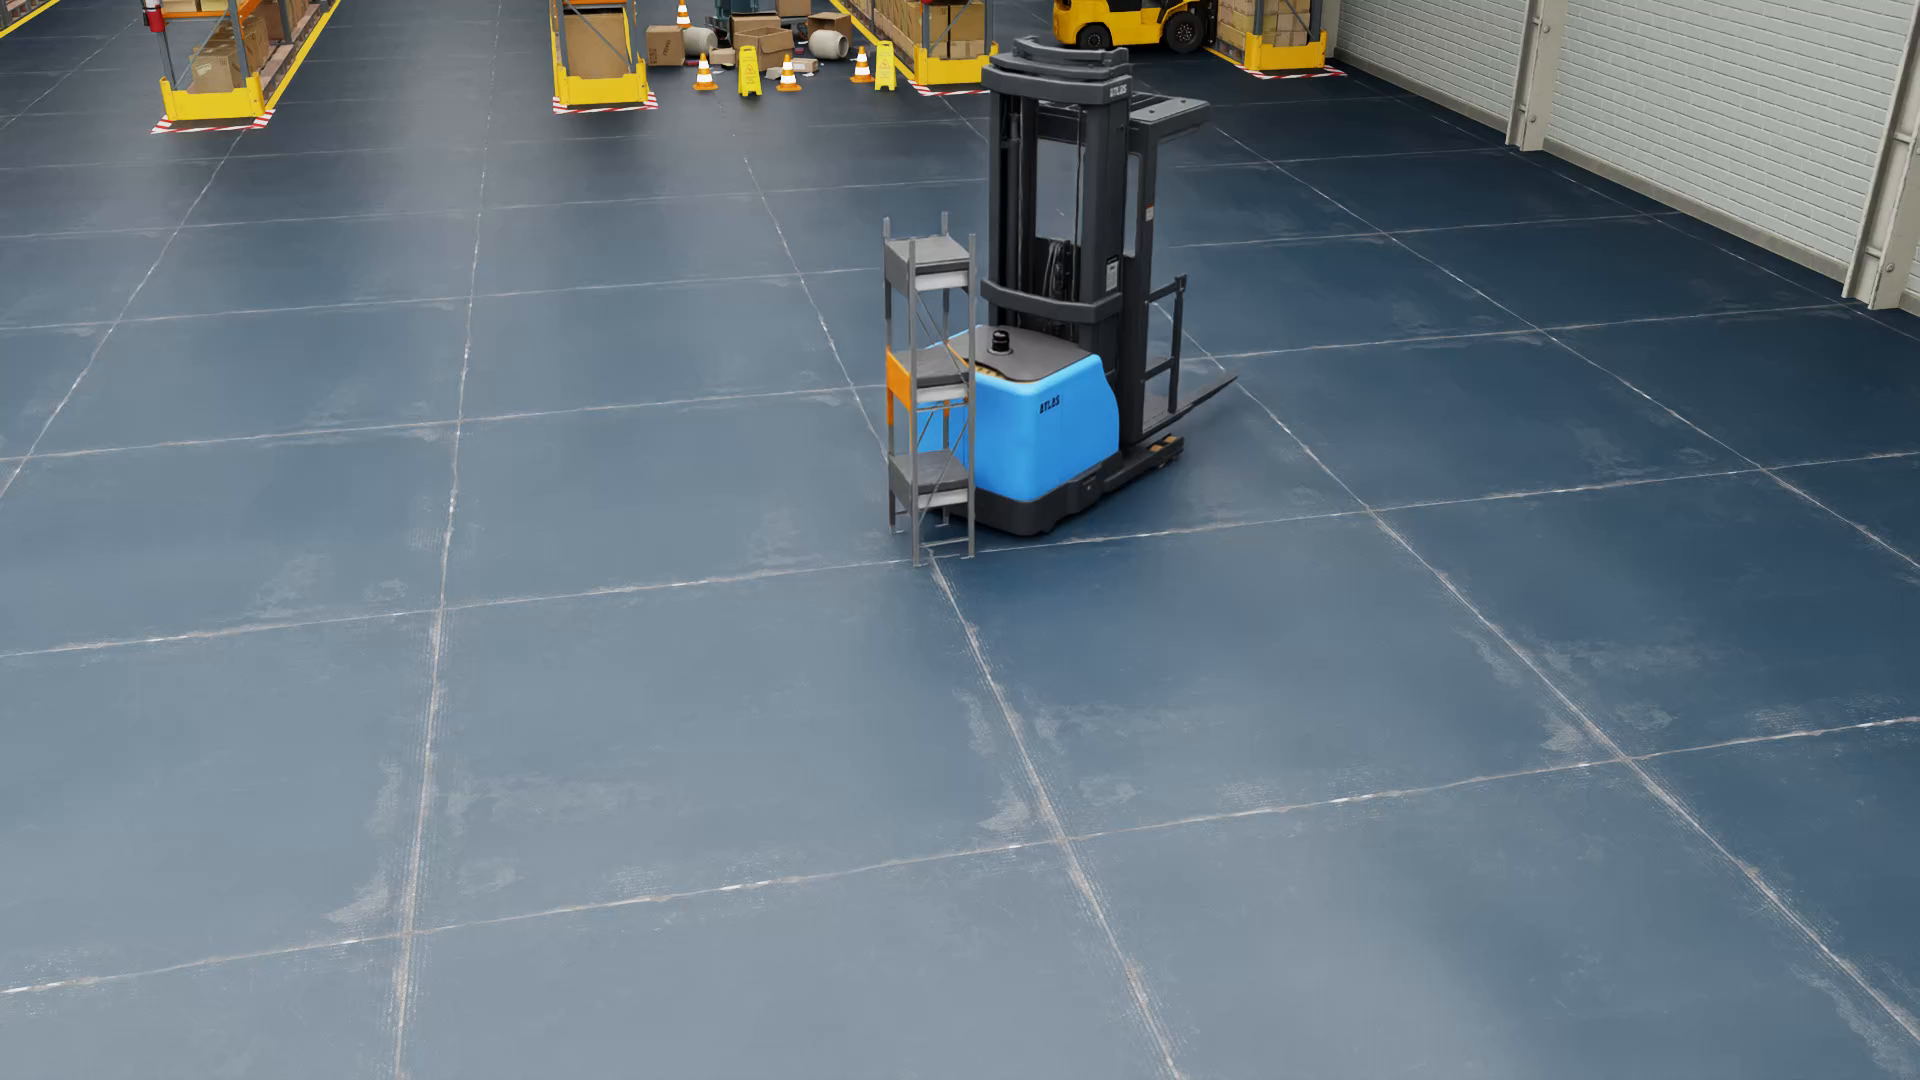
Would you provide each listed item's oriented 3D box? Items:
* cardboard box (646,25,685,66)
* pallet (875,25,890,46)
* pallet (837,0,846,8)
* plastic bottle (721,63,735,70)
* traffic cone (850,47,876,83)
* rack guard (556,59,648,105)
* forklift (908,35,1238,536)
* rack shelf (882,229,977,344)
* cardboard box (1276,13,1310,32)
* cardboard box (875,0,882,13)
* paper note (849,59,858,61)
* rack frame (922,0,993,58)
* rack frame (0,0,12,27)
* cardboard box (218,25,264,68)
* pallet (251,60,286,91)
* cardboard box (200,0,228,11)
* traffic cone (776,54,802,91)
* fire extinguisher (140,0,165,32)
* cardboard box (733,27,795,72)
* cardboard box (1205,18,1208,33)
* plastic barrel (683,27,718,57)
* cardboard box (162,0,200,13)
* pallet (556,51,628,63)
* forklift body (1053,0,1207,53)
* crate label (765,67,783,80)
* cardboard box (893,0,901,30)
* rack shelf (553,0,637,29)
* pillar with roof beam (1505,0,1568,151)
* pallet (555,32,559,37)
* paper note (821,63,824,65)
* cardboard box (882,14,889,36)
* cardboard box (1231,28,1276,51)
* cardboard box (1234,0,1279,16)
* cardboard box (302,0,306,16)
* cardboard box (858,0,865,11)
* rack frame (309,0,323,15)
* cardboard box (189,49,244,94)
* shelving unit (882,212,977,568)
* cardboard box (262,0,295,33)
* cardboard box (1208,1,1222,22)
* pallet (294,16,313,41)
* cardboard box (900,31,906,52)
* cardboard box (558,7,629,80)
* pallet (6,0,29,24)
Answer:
[{"bbox_3d":[-4.388,-7.375,24.804,0.500,0.500,0.500,-1,27,-3],"label":"cardboard box"},{"bbox_3d":[-0.752,-8.078,26.520,1.003,0.211,1.213,-6,27,-12],"label":"pallet"},{"bbox_3d":[-1.664,-9.782,29.896,1.003,0.211,1.213,-6,27,-12],"label":"pallet"},{"bbox_3d":[-3.436,-6.993,24.537,0.133,0.061,0.283,-16,31,-29],"label":"plastic bottle"},{"bbox_3d":[-1.390,-6.783,23.675,0.336,0.463,0.334,-6,27,-12],"label":"traffic cone"},{"bbox_3d":[-4.831,-6.184,22.448,1.175,0.500,0.348,-6,27,-12],"label":"rack guard"},{"bbox_3d":[0.946,-1.935,11.331,1.130,2.935,3.031,19,33,33],"label":"forklift"},{"bbox_3d":[-0.183,-1.511,9.889,0.431,0.518,0.480,-9,28,-17],"label":"rack shelf"},{"bbox_3d":[4.895,-7.774,24.854,0.500,0.250,0.500,-5,27,-11],"label":"cardboard box"},{"bbox_3d":[-1.068,-8.622,26.257,0.500,0.500,0.500,-5,27,-9],"label":"cardboard box"},{"bbox_3d":[-1.572,-7.256,25.092,0.142,0.019,0.148,-16,31,-29],"label":"paper note"},{"bbox_3d":[-0.036,-7.858,22.989,1.000,3.000,0.127,-6,27,-12],"label":"rack frame"},{"bbox_3d":[-16.320,-9.861,26.957,1.000,3.000,0.127,-6,27,-12],"label":"rack frame"},{"bbox_3d":[-10.189,-6.984,23.566,0.500,0.500,0.500,-8,28,-16],"label":"cardboard box"},{"bbox_3d":[-10.128,-6.535,23.463,1.003,0.211,1.213,-6,27,-12],"label":"pallet"},{"bbox_3d":[-9.523,-6.889,21.348,0.380,0.149,0.250,-6,27,-12],"label":"cardboard box"},{"bbox_3d":[-2.395,-6.521,23.156,0.336,0.463,0.334,-6,27,-12],"label":"traffic cone"},{"bbox_3d":[-10.114,-6.720,20.821,0.296,0.674,0.183,-6,27,-12],"label":"fire extinguisher"},{"bbox_3d":[-2.899,-7.257,24.570,0.637,0.503,0.797,19,32,32],"label":"cardboard box"},{"bbox_3d":[4.040,-8.163,26.180,0.500,0.250,0.500,-5,27,-10],"label":"cardboard box"},{"bbox_3d":[-3.987,-7.574,25.287,0.512,0.421,0.421,13,30,24],"label":"plastic barrel"},{"bbox_3d":[-9.957,-6.844,21.259,0.380,0.149,0.250,-6,27,-12],"label":"cardboard box"},{"bbox_3d":[-5.364,-6.944,24.273,1.003,0.211,1.213,-6,27,-12],"label":"pallet"},{"bbox_3d":[2.594,-8.632,25.465,2.313,2.155,1.214,-6,27,-12],"label":"forklift body"},{"bbox_3d":[-2.632,-6.715,23.901,0.250,0.136,0.298,-23,35,-38],"label":"crate label"},{"bbox_3d":[-0.699,-7.929,24.883,0.500,0.500,0.500,-7,28,-13],"label":"cardboard box"},{"bbox_3d":[-5.287,-7.868,23.807,1.077,0.370,4.000,-6,27,-12],"label":"rack shelf"},{"bbox_3d":[2.678,-8.368,17.342,9.100,9.000,0.400,-6,27,-12],"label":"pillar with roof beam"},{"bbox_3d":[-5.985,-8.153,26.669,1.003,0.211,1.213,-6,27,-12],"label":"pallet"},{"bbox_3d":[-2.056,-7.099,24.804,0.032,0.001,0.123,-6,27,-12],"label":"paper note"},{"bbox_3d":[-0.936,-8.054,25.964,0.500,0.250,0.500,-4,27,-9],"label":"cardboard box"},{"bbox_3d":[4.385,-7.498,24.861,0.500,0.250,0.500,-6,27,-11],"label":"cardboard box"},{"bbox_3d":[4.391,-7.940,24.629,0.500,0.250,0.500,-5,27,-10],"label":"cardboard box"},{"bbox_3d":[-11.186,-8.910,27.359,0.700,0.500,0.500,-8,28,-16],"label":"cardboard box"},{"bbox_3d":[-1.224,-9.174,28.046,0.950,0.372,0.625,-4,27,-8],"label":"cardboard box"},{"bbox_3d":[-11.494,-10.364,27.954,1.000,3.000,0.127,-6,27,-12],"label":"rack frame"},{"bbox_3d":[-9.816,-6.199,22.011,0.500,0.500,0.500,-1,27,-2],"label":"cardboard box"},{"bbox_3d":[-0.183,-0.898,10.199,0.431,2.100,0.503,-9,28,-17],"label":"shelving unit"},{"bbox_3d":[-10.799,-8.171,25.896,0.700,0.500,0.500,-6,27,-12],"label":"cardboard box"},{"bbox_3d":[4.145,-8.174,25.647,0.500,0.250,0.500,-7,28,-13],"label":"cardboard box"},{"bbox_3d":[-11.048,-8.241,26.843,1.003,0.211,1.213,-6,27,-12],"label":"pallet"},{"bbox_3d":[-0.589,-7.374,24.615,0.500,0.250,0.500,-6,27,-11],"label":"cardboard box"},{"bbox_3d":[-5.053,-6.841,22.866,0.875,0.875,0.875,-6,27,-11],"label":"cardboard box"},{"bbox_3d":[-16.538,-8.958,28.263,1.003,0.211,1.213,-6,27,-12],"label":"pallet"}]
